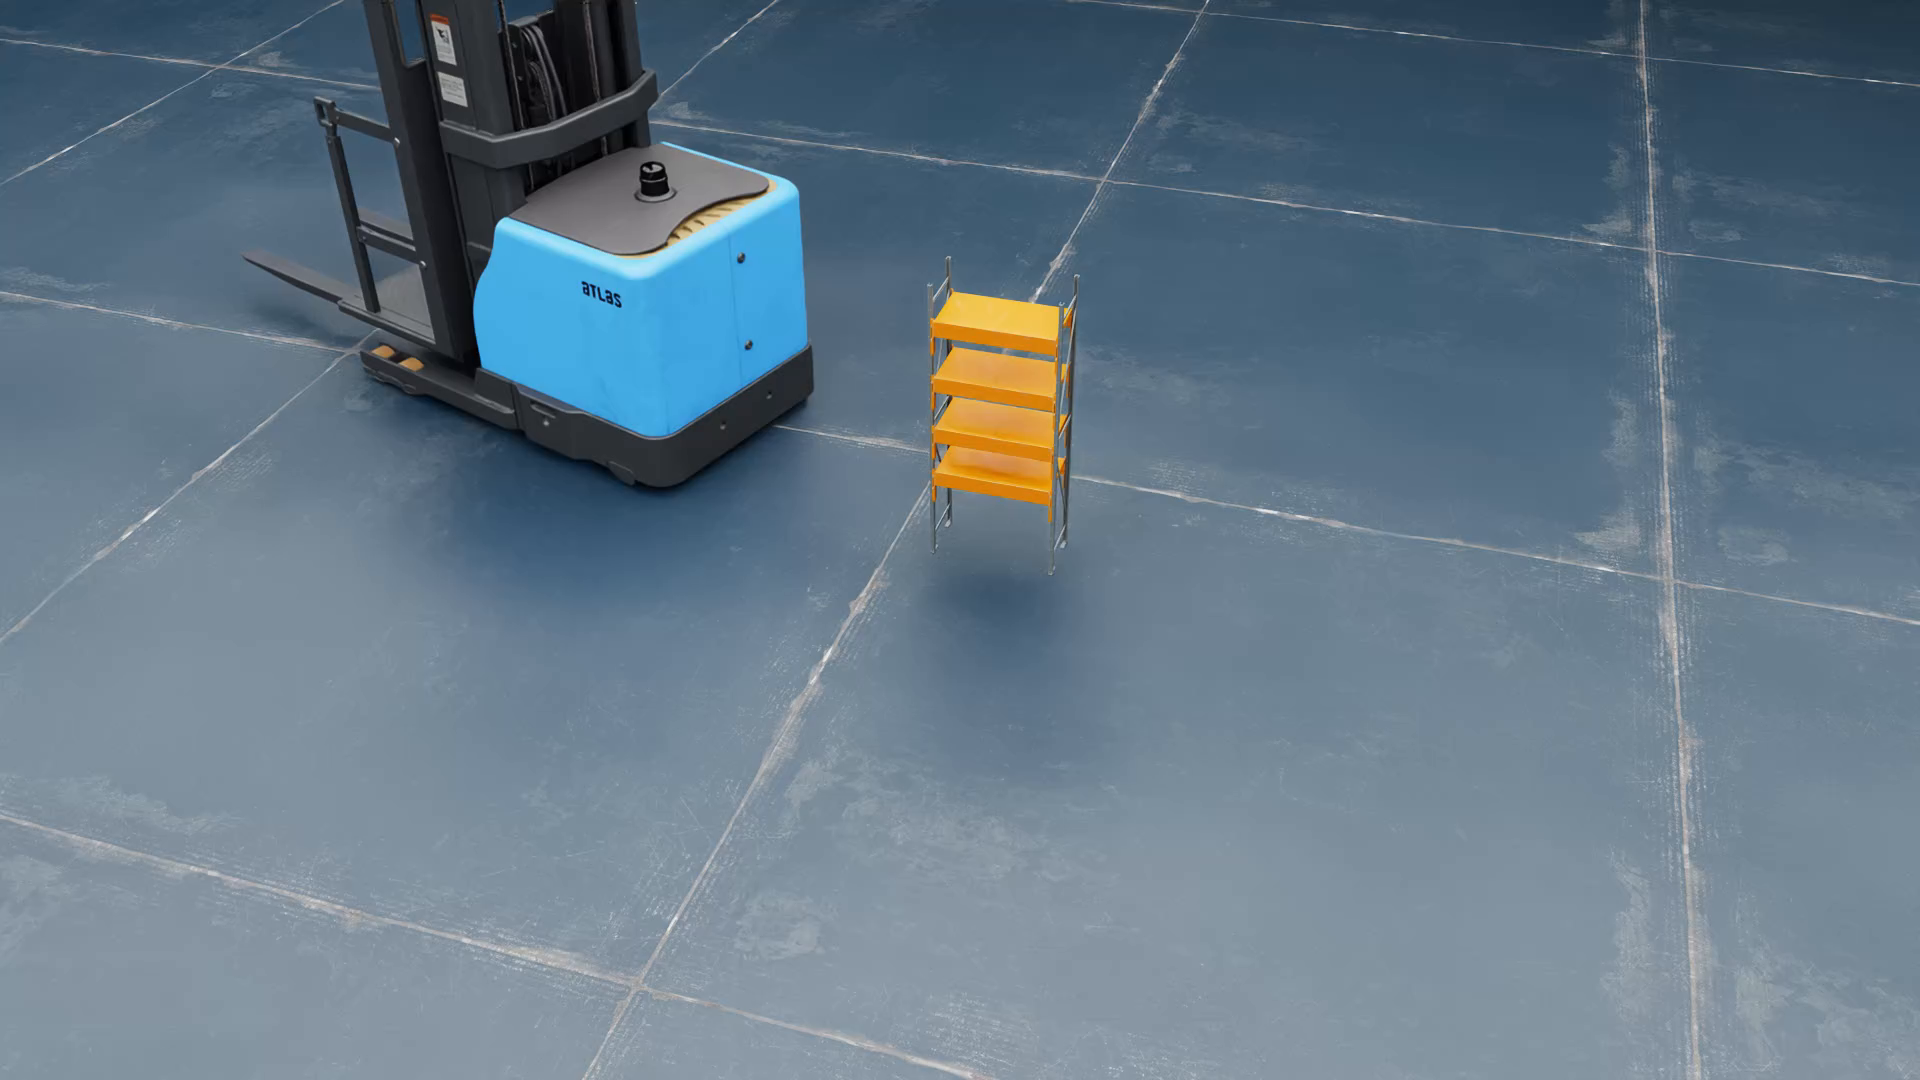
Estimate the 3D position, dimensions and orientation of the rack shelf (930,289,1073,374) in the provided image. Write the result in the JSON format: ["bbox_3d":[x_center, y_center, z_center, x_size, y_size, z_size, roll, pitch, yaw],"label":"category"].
[{"bbox_3d":[0.158,-0.770,6.122,0.480,0.148,0.258,10,38,14],"label":"rack shelf"}]

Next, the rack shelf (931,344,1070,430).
[{"bbox_3d":[0.158,-0.580,6.262,0.480,0.148,0.258,10,38,14],"label":"rack shelf"}]

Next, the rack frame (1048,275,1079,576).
[{"bbox_3d":[0.391,-0.411,6.296,0.015,1.200,0.240,10,38,14],"label":"rack frame"}]

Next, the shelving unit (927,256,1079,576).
[{"bbox_3d":[0.158,-0.454,6.355,0.503,1.200,0.258,10,38,14],"label":"shelving unit"}]

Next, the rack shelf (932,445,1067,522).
[{"bbox_3d":[0.158,-0.240,6.512,0.480,0.148,0.258,10,38,14],"label":"rack shelf"}]

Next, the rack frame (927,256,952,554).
[{"bbox_3d":[-0.075,-0.497,6.413,0.015,1.200,0.240,10,38,14],"label":"rack frame"}]

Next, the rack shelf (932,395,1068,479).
[{"bbox_3d":[0.158,-0.400,6.394,0.480,0.148,0.258,10,38,14],"label":"rack shelf"}]

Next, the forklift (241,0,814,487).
[{"bbox_3d":[-2.164,-2.084,7.109,3.031,2.935,1.130,22,42,27],"label":"forklift"}]
